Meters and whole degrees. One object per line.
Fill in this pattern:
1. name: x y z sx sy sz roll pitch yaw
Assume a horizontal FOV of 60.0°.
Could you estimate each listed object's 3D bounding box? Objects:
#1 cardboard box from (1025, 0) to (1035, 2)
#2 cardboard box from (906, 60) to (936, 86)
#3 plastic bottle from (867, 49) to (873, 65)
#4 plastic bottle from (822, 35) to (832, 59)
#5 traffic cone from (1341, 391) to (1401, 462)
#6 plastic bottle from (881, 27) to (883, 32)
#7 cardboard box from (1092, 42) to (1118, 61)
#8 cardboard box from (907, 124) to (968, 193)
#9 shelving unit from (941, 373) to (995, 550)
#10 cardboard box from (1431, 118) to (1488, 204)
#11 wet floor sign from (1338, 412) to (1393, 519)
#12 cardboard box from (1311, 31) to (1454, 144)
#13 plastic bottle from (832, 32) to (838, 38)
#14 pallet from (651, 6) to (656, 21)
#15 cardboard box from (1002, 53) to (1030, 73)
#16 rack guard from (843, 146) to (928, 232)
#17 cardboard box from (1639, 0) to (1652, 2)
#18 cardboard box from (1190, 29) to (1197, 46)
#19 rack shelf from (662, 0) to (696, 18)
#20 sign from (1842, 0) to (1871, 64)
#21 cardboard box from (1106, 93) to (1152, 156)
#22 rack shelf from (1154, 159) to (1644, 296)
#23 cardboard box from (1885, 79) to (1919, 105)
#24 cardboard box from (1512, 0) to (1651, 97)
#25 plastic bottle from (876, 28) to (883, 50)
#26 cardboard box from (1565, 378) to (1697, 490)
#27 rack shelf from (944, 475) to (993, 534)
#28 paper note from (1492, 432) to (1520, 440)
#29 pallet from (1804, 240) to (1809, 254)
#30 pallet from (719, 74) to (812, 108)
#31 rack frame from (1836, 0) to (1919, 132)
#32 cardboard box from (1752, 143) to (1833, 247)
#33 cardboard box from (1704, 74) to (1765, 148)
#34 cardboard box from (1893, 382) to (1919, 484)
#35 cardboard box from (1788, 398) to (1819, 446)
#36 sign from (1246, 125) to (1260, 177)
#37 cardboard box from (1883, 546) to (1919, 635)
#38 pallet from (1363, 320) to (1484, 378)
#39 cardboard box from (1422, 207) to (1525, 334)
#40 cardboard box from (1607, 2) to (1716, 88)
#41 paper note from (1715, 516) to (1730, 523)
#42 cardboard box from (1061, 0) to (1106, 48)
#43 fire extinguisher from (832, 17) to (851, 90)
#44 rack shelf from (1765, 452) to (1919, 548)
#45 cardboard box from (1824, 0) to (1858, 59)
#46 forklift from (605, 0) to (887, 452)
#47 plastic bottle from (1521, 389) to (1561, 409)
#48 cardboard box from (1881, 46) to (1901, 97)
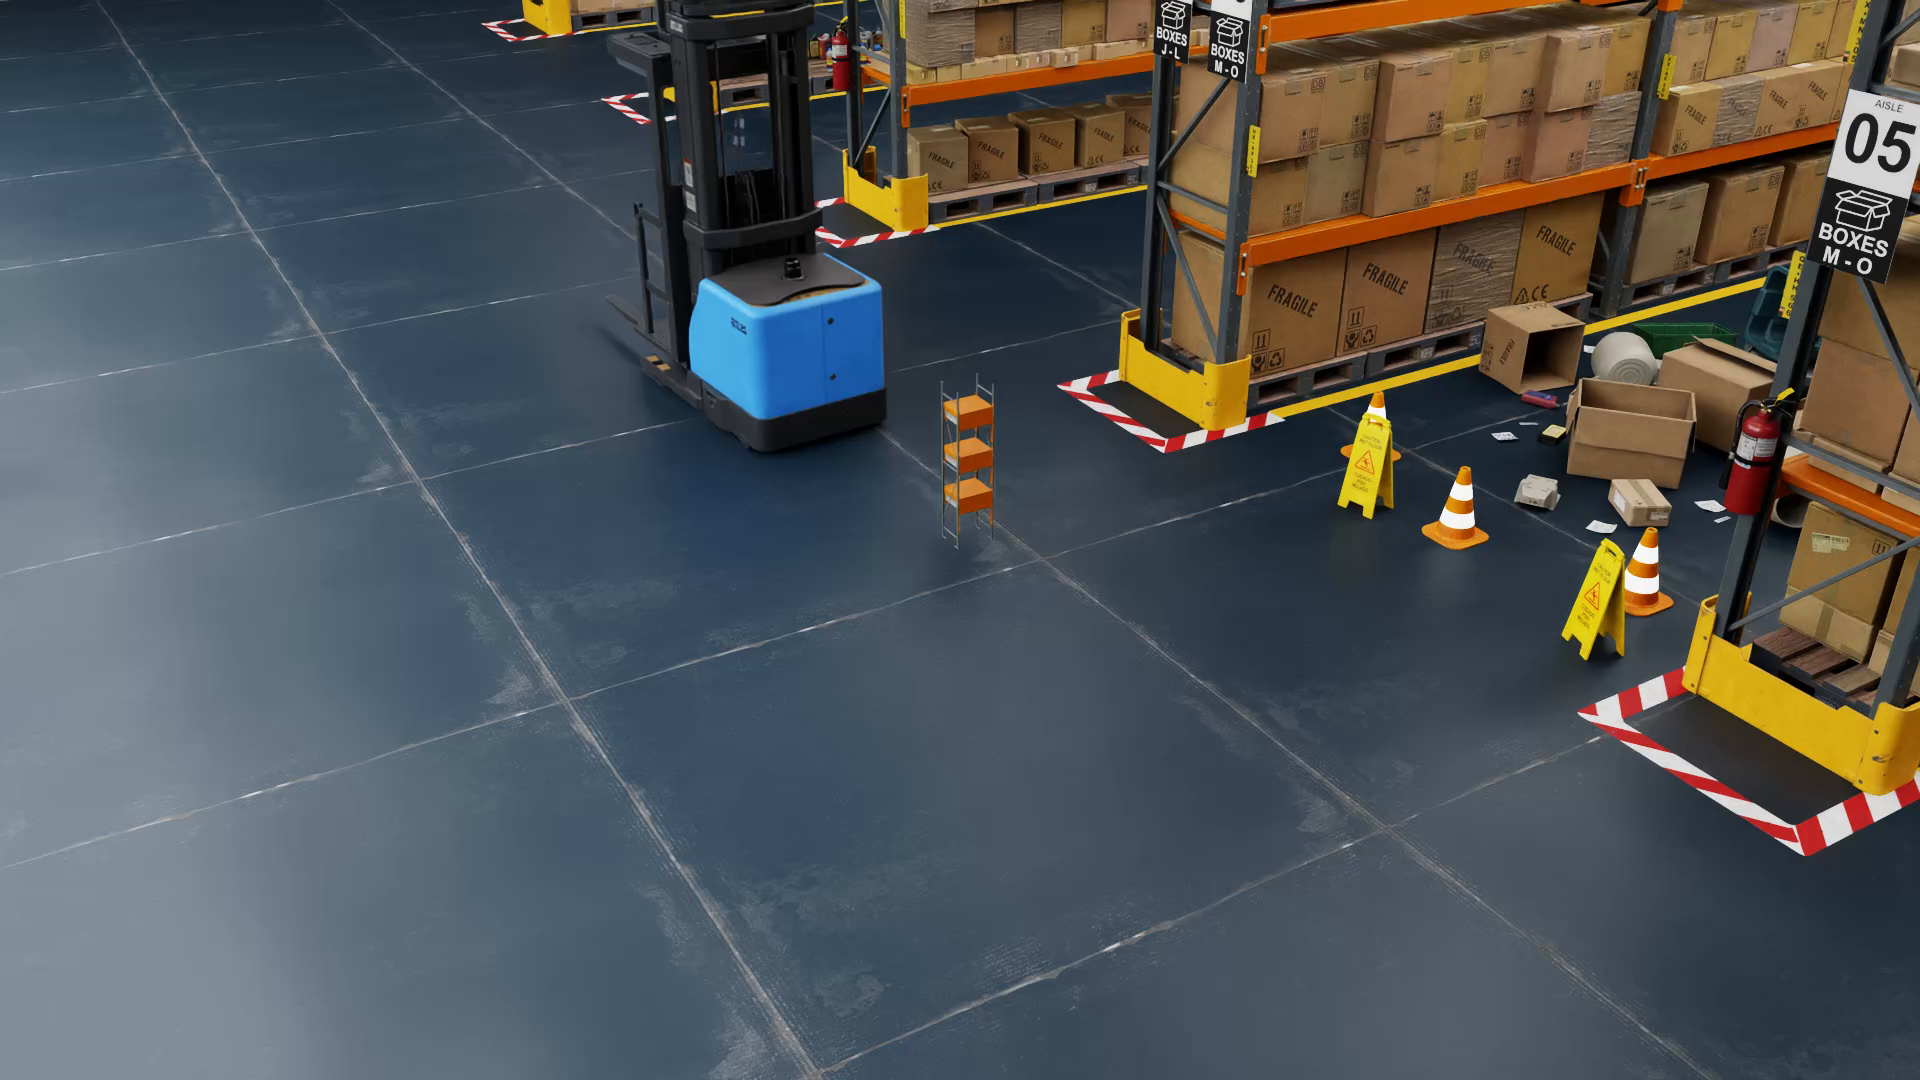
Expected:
1. cardboard box: 0.692 -5.328 15.451 0.500 0.500 0.500 -16 33 -26
2. cardboard box: -0.418 -4.313 15.318 0.250 0.149 0.380 -16 33 -26
3. plastic bottle: -1.106 -5.930 20.429 0.097 0.201 0.097 0 29 0
4. plastic bottle: -1.647 -6.157 20.757 0.133 0.283 0.061 -16 33 -26
5. traffic cone: 2.818 -0.789 11.299 0.334 0.463 0.336 -16 33 -26
6. plastic bottle: -0.914 -6.457 21.229 0.185 0.351 0.144 -17 33 -28
7. cardboard box: 1.327 -4.785 16.175 0.250 0.149 0.380 -16 33 -26
8. cardboard box: -0.238 -3.688 16.078 0.500 0.500 0.500 -10 30 -17
9. shelving unit: 0.046 -0.473 10.118 0.252 1.050 0.215 -16 33 -26
10. cardboard box: 3.383 -2.912 12.365 0.500 0.550 0.875 -16 33 -26
11. wet floor sign: 2.619 -0.499 10.584 0.232 0.644 0.267 -22 36 -35
12. cardboard box: 2.959 -3.228 11.820 0.550 0.550 0.875 -16 33 -26
13. plastic bottle: -1.582 -6.232 20.900 0.135 0.276 0.152 -17 33 -28
14. pallet: -4.112 -7.860 24.373 1.213 0.211 1.003 -16 33 -26
15. cardboard box: 0.454 -4.549 15.747 0.250 0.149 0.380 -16 33 -26
16. rack guard: -0.719 -3.376 15.949 0.348 0.500 1.175 -16 33 -26
17. cardboard box: 8.250 -6.259 20.350 0.875 0.875 1.225 -17 33 -28
18. cardboard box: 2.161 -5.053 16.660 0.250 0.149 0.380 -16 33 -26
19. rack shelf: -1.570 -6.690 20.111 4.000 0.370 1.077 -16 33 -26
20. sign: 3.972 -2.261 7.320 0.005 0.325 0.100 -16 33 -26
21. cardboard box: 1.809 -4.296 17.181 0.500 0.500 0.500 -6 29 -11
22. rack shelf: 3.365 -2.536 12.583 4.000 0.370 1.077 -16 33 -26
23. cardboard box: 4.540 -1.939 7.501 0.500 0.250 0.500 -16 33 -27
24. cardboard box: 4.754 -3.803 12.862 0.550 0.550 0.875 -16 33 -26
25. plastic bottle: -1.022 -6.370 21.155 0.097 0.271 0.097 0 29 0
26. cardboard box: 4.467 -0.716 11.124 0.797 0.503 0.637 10 30 17
27. rack shelf: 0.046 -0.220 10.258 0.240 0.259 0.215 -16 33 -26
28. paper note: 3.817 -0.727 11.636 0.142 0.017 0.144 -5 29 -9
29. pallet: 7.820 -2.937 15.452 1.213 0.211 1.003 -16 33 -26
30. pallet: -2.549 -5.529 20.149 1.213 0.211 1.003 -16 33 -26
31. rack frame: 4.236 -2.950 6.381 0.127 3.000 1.000 -16 33 -26
32. cardboard box: 7.215 -3.191 14.920 0.750 0.750 1.050 -15 32 -26
33. cardboard box: 6.114 -3.525 13.527 0.500 0.500 0.500 -16 32 -26
34. cardboard box: 4.785 -0.498 7.735 0.500 0.500 0.500 -16 33 -27
35. cardboard box: 5.895 -0.801 11.524 0.258 0.266 0.396 10 30 17
36. sign: 1.917 -2.542 10.872 0.005 0.325 0.100 -16 33 -26
37. cardboard box: 5.091 0.279 8.372 0.500 0.500 0.500 -17 33 -28
38. pallet: 3.341 -1.665 13.147 1.213 0.211 1.003 -16 33 -26
39. cardboard box: 3.737 -2.247 13.080 0.875 0.875 0.875 -16 33 -26
40. cardboard box: 5.515 -3.946 13.256 0.500 0.500 0.700 -16 33 -27
41. paper note: 4.850 -0.131 10.575 0.123 0.001 0.032 -16 33 -26
42. cardboard box: 0.963 -5.144 16.153 0.500 0.500 0.875 -16 33 -26
43. fire extinguisher: -1.117 -4.582 15.627 0.183 0.674 0.296 -16 33 -26
44. rack shelf: 5.960 -0.499 8.892 4.000 0.370 1.077 -16 33 -26
45. cardboard box: 7.269 -4.444 14.159 0.500 0.500 0.700 -16 33 -27
46. forklift: -1.754 -2.546 11.928 1.130 2.935 3.031 -18 34 -29
47. plastic bottle: 4.258 -1.020 12.134 0.283 0.061 0.133 22 36 34
48. cardboard box: 7.855 -4.020 14.424 0.500 0.500 0.500 -16 33 -26
